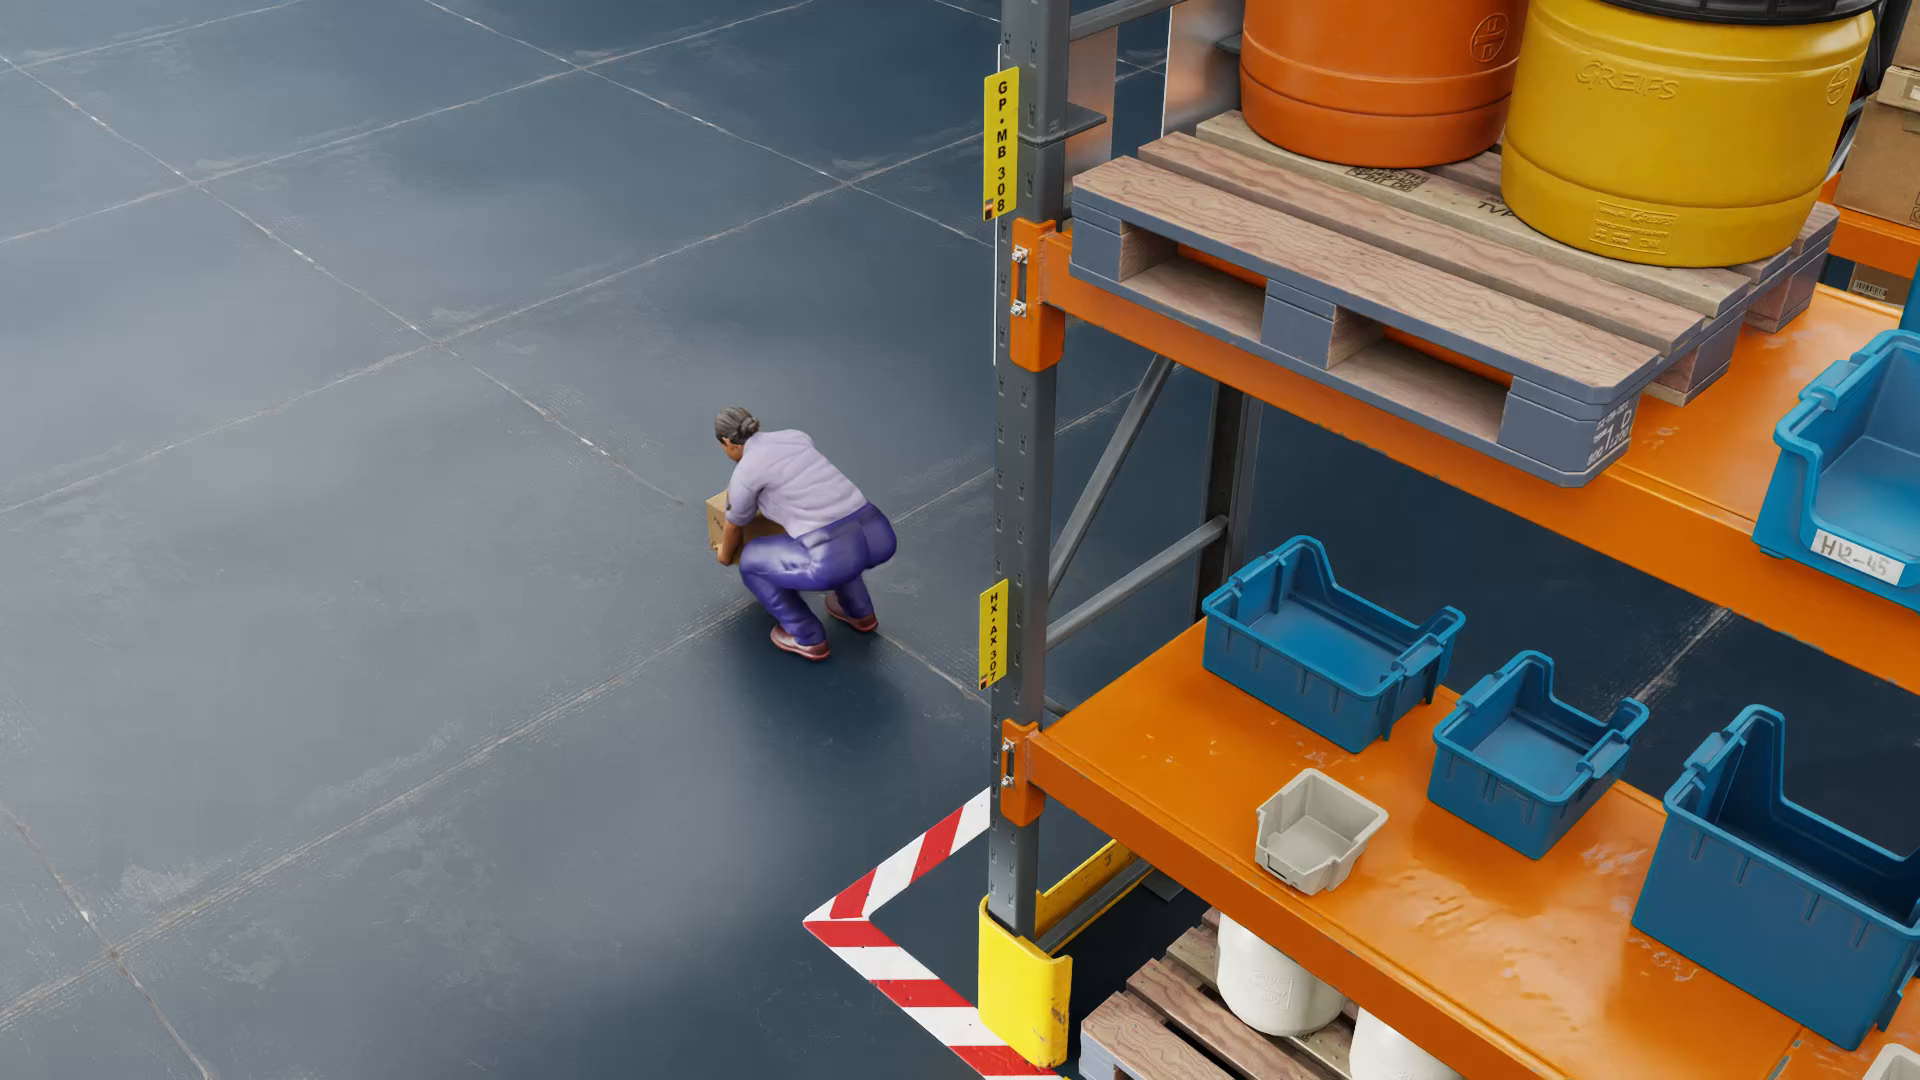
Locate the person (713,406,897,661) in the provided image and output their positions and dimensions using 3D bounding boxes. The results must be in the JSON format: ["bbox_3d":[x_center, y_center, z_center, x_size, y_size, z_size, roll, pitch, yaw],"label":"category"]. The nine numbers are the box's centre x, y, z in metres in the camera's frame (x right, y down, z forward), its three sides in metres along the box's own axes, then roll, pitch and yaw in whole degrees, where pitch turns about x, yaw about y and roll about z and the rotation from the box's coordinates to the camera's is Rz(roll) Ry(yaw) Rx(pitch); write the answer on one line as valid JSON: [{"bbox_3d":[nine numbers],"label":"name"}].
[{"bbox_3d":[-0.663,-0.039,6.831,0.853,0.940,0.510,29,45,34],"label":"person"}]
